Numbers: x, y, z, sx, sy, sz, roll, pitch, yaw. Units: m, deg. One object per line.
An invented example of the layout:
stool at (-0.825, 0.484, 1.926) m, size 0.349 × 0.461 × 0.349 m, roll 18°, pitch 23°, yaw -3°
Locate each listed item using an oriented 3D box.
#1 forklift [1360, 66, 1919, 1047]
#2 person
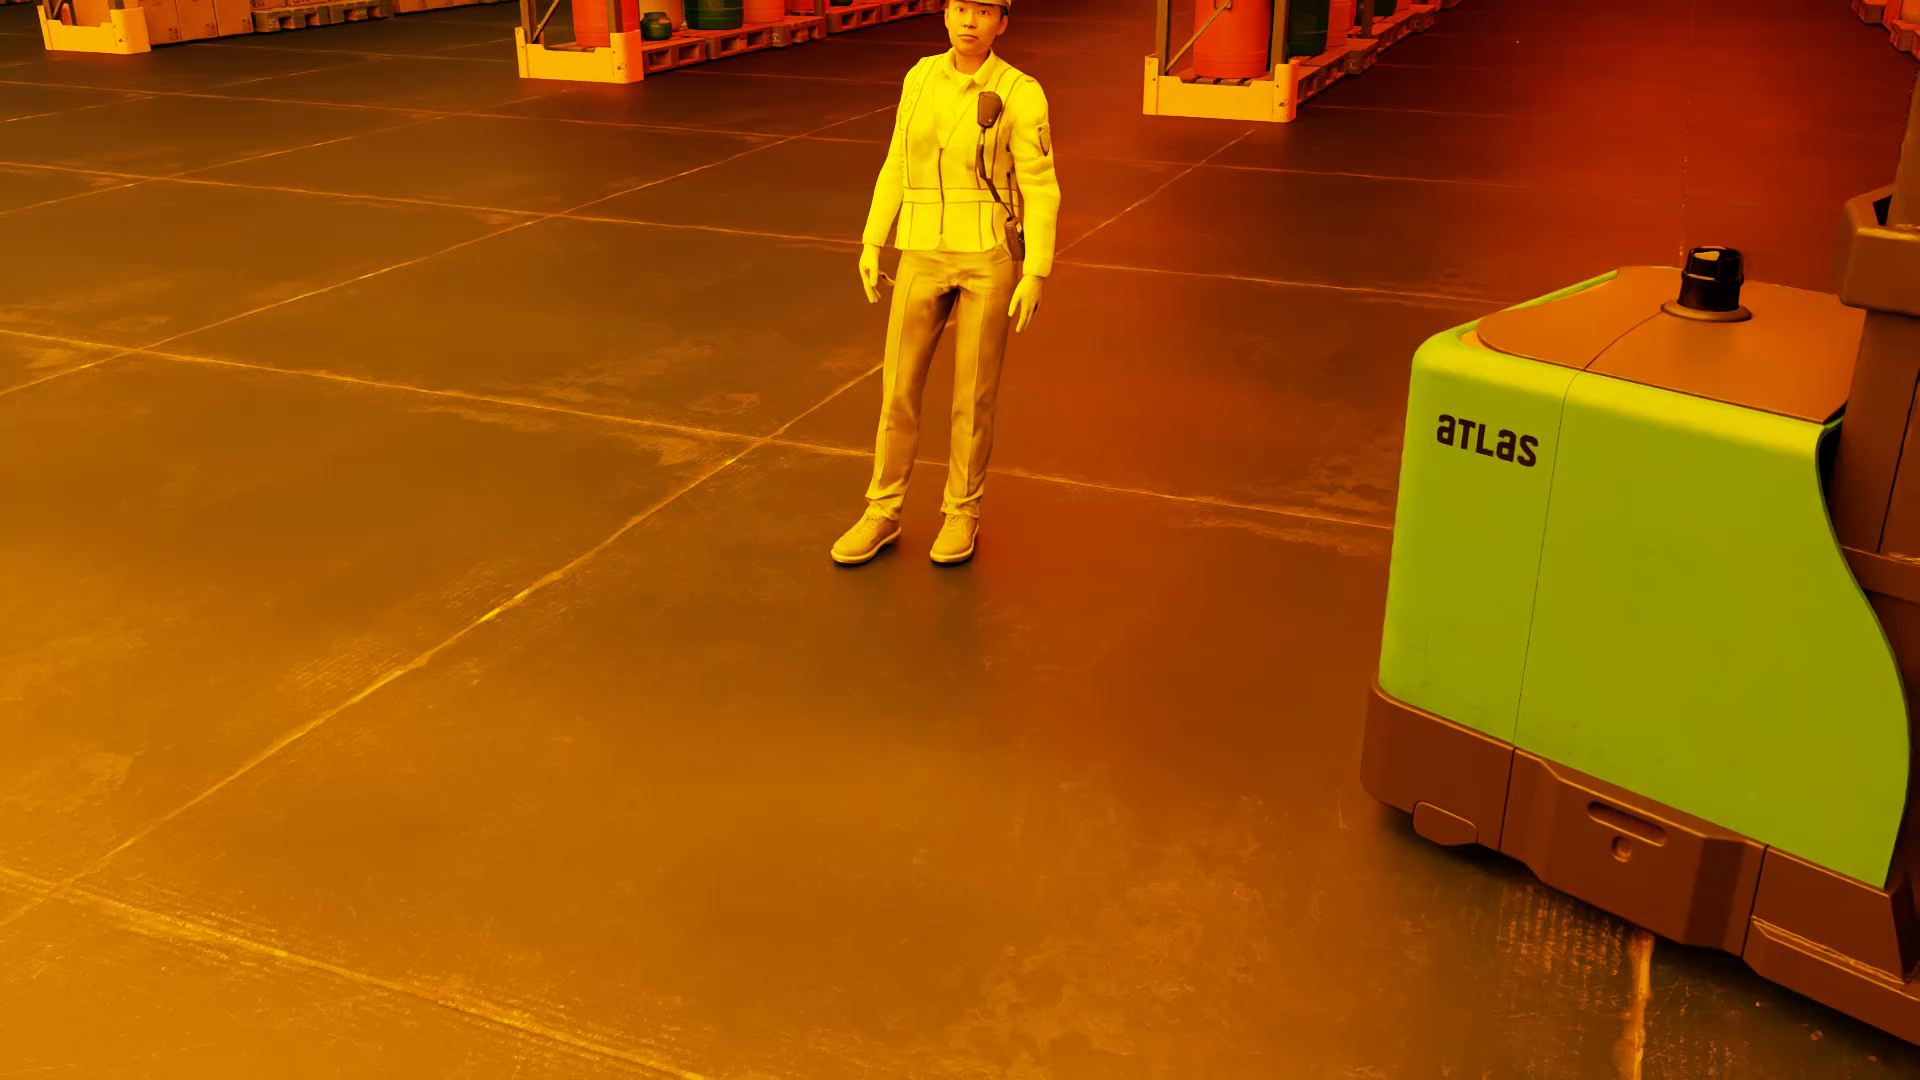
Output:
forklift at (2.265, -0.478, 2.435) m, size 1.130 × 2.935 × 3.031 m, roll -21°, pitch 30°, yaw -40°
person at (-0.033, -0.765, 4.708) m, size 0.586 × 1.694 × 0.531 m, roll 9°, pitch 24°, yaw 21°
